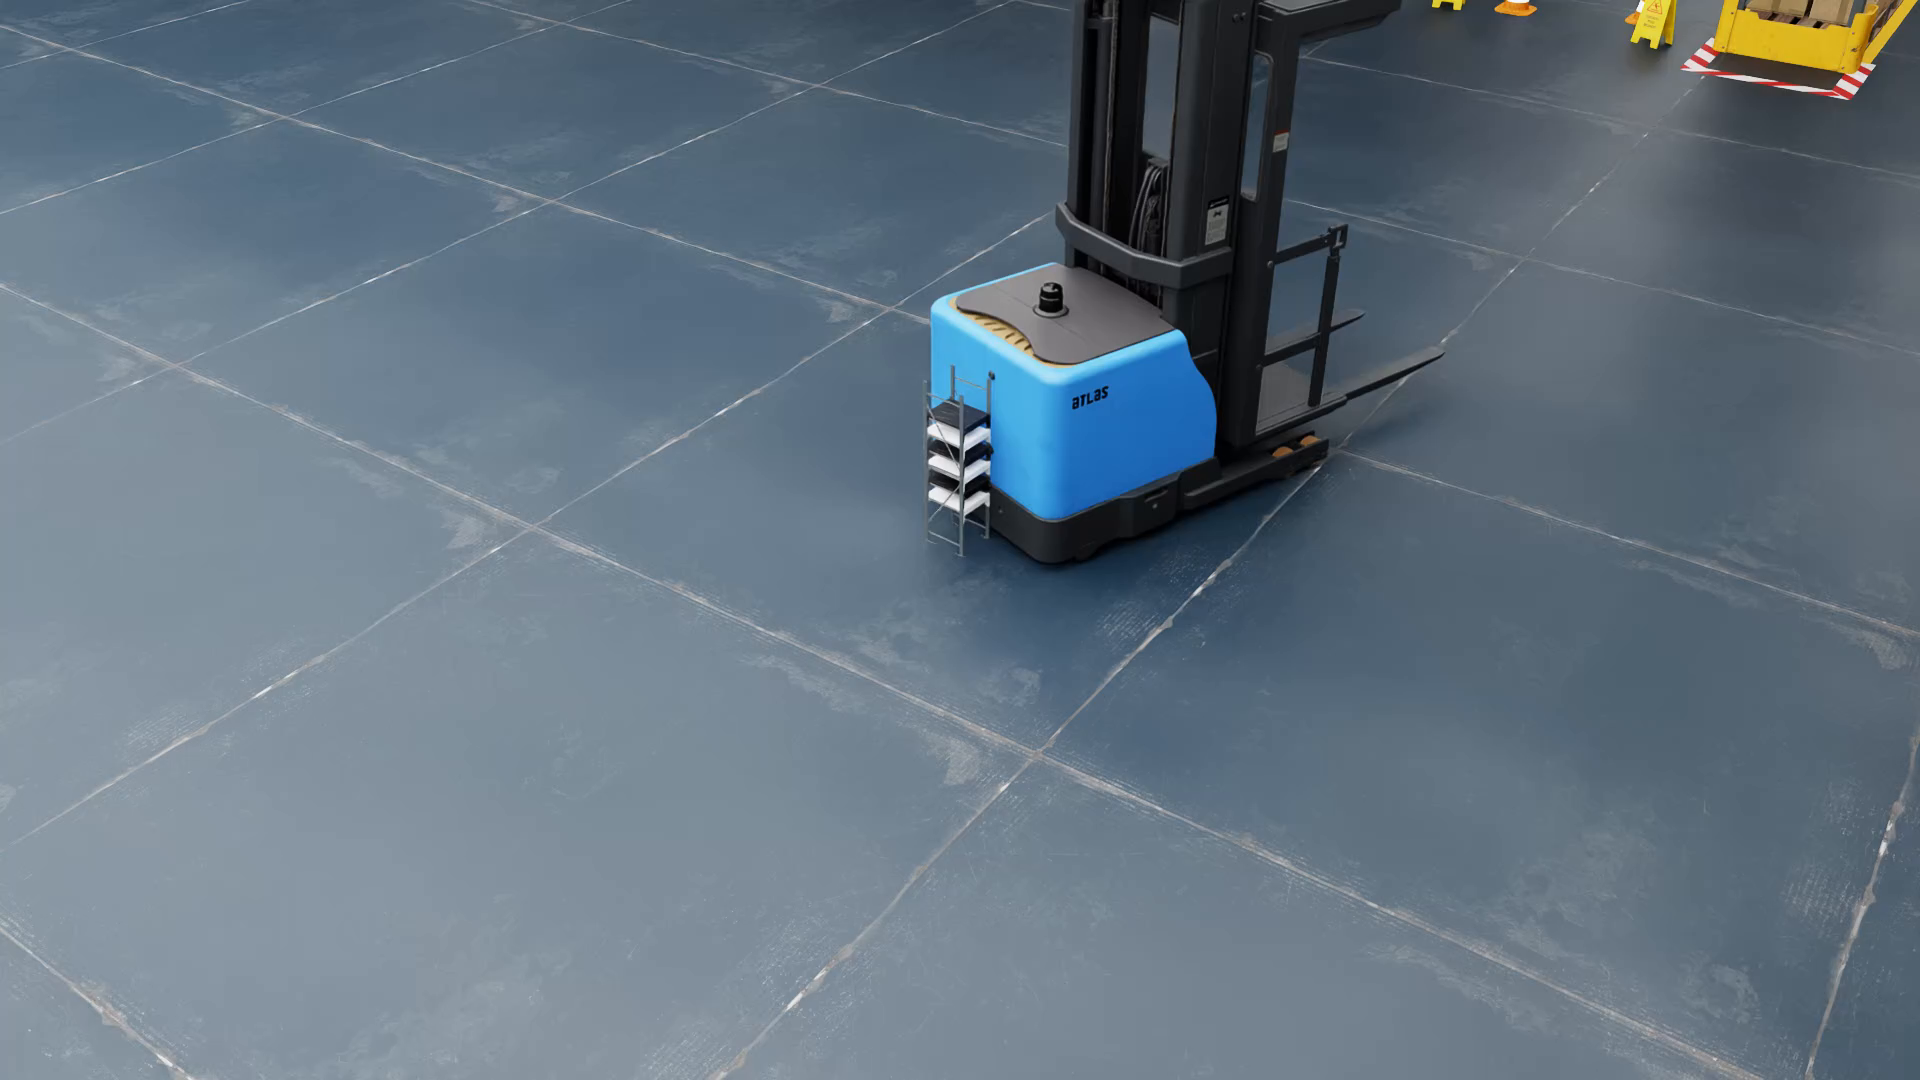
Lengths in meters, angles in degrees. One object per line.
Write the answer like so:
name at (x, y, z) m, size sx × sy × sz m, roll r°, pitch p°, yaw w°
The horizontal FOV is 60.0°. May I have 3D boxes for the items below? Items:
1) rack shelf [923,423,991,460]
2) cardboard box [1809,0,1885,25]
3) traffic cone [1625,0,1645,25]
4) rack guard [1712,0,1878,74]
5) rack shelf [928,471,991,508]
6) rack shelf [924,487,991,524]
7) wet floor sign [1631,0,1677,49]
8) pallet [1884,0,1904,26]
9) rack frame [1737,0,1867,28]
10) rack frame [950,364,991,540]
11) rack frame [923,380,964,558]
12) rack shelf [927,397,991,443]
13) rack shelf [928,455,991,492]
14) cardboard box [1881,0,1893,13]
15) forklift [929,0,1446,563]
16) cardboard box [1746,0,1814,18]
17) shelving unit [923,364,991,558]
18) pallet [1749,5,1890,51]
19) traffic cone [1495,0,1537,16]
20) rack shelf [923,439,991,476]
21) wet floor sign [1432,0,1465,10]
rack shelf at (-0.014, -0.494, 7.915) m, size 0.258 × 0.077 × 0.200 m, roll 24°, pitch 41°, yaw 31°
cardboard box at (7.823, -4.726, 14.641) m, size 0.500 × 0.250 × 0.500 m, roll 21°, pitch 39°, yaw 28°
traffic cone at (6.321, -4.968, 15.183) m, size 0.336 × 0.463 × 0.334 m, roll 21°, pitch 39°, yaw 28°
rack guard at (7.179, -4.408, 14.322) m, size 1.175 × 0.500 × 0.348 m, roll 21°, pitch 39°, yaw 28°
rack shelf at (-0.014, -0.271, 8.067) m, size 0.258 × 0.077 × 0.200 m, roll 24°, pitch 41°, yaw 31°
rack shelf at (-0.013, -0.196, 8.117) m, size 0.258 × 0.077 × 0.200 m, roll 24°, pitch 41°, yaw 31°
wet floor sign at (6.148, -4.688, 14.606) m, size 0.232 × 0.644 × 0.267 m, roll -22°, pitch 40°, yaw -29°
pallet at (8.367, -5.210, 15.766) m, size 1.003 × 0.211 × 1.213 m, roll 21°, pitch 39°, yaw 28°
rack frame at (7.136, -5.408, 13.570) m, size 1.000 × 3.000 × 0.127 m, roll 21°, pitch 39°, yaw 28°
rack frame at (0.050, -0.417, 8.063) m, size 0.240 × 0.900 × 0.006 m, roll 24°, pitch 41°, yaw 31°
rack frame at (-0.078, -0.329, 7.932) m, size 0.240 × 0.900 × 0.006 m, roll 24°, pitch 41°, yaw 31°
rack shelf at (-0.014, -0.569, 7.865) m, size 0.258 × 0.077 × 0.200 m, roll 24°, pitch 41°, yaw 31°
rack shelf at (-0.014, -0.345, 8.016) m, size 0.258 × 0.077 × 0.200 m, roll 24°, pitch 41°, yaw 31°
cardboard box at (8.120, -4.959, 14.985) m, size 0.500 × 0.250 × 0.500 m, roll 23°, pitch 40°, yaw 30°
forklift at (1.336, -1.754, 8.228) m, size 3.031 × 2.935 × 1.130 m, roll -22°, pitch 40°, yaw -29°
cardboard box at (7.389, -4.912, 14.916) m, size 0.500 × 0.250 × 0.500 m, roll 21°, pitch 39°, yaw 28°
shelving unit at (-0.014, -0.373, 7.998) m, size 0.258 × 0.900 × 0.210 m, roll 24°, pitch 41°, yaw 31°
pallet at (7.671, -4.651, 14.939) m, size 1.003 × 0.211 × 1.213 m, roll 21°, pitch 39°, yaw 28°
traffic cone at (5.215, -5.166, 15.476) m, size 0.336 × 0.463 × 0.334 m, roll 21°, pitch 39°, yaw 28°
rack shelf at (-0.014, -0.420, 7.966) m, size 0.258 × 0.077 × 0.200 m, roll 24°, pitch 41°, yaw 31°
wet floor sign at (4.622, -5.322, 15.544) m, size 0.267 × 0.644 × 0.232 m, roll 14°, pitch 37°, yaw 20°
